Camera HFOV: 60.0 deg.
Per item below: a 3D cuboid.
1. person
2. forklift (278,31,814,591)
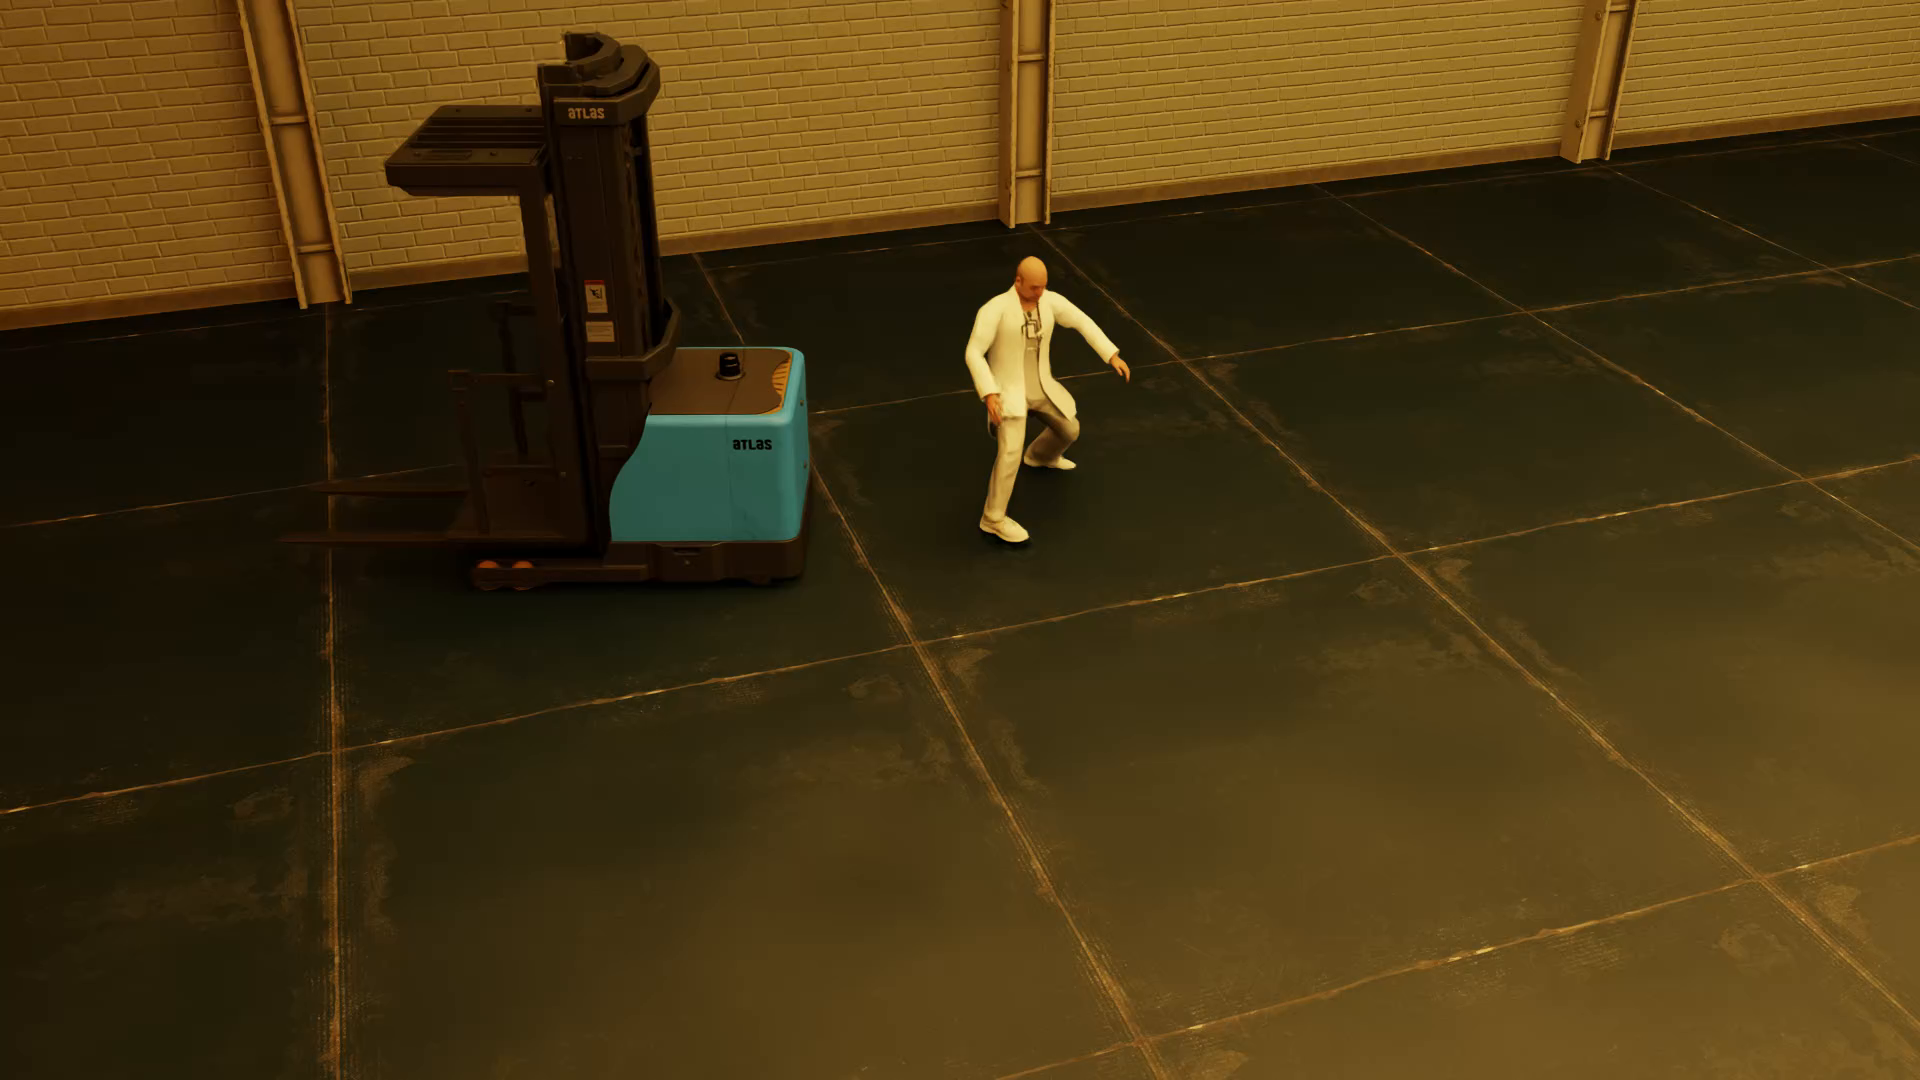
[{"bbox_3d":[0.475,-0.911,10.066,1.032,1.634,0.967,-16,34,-26],"label":"person"},{"bbox_3d":[-2.421,-1.247,9.253,3.031,2.935,1.130,0,30,0],"label":"forklift"}]
